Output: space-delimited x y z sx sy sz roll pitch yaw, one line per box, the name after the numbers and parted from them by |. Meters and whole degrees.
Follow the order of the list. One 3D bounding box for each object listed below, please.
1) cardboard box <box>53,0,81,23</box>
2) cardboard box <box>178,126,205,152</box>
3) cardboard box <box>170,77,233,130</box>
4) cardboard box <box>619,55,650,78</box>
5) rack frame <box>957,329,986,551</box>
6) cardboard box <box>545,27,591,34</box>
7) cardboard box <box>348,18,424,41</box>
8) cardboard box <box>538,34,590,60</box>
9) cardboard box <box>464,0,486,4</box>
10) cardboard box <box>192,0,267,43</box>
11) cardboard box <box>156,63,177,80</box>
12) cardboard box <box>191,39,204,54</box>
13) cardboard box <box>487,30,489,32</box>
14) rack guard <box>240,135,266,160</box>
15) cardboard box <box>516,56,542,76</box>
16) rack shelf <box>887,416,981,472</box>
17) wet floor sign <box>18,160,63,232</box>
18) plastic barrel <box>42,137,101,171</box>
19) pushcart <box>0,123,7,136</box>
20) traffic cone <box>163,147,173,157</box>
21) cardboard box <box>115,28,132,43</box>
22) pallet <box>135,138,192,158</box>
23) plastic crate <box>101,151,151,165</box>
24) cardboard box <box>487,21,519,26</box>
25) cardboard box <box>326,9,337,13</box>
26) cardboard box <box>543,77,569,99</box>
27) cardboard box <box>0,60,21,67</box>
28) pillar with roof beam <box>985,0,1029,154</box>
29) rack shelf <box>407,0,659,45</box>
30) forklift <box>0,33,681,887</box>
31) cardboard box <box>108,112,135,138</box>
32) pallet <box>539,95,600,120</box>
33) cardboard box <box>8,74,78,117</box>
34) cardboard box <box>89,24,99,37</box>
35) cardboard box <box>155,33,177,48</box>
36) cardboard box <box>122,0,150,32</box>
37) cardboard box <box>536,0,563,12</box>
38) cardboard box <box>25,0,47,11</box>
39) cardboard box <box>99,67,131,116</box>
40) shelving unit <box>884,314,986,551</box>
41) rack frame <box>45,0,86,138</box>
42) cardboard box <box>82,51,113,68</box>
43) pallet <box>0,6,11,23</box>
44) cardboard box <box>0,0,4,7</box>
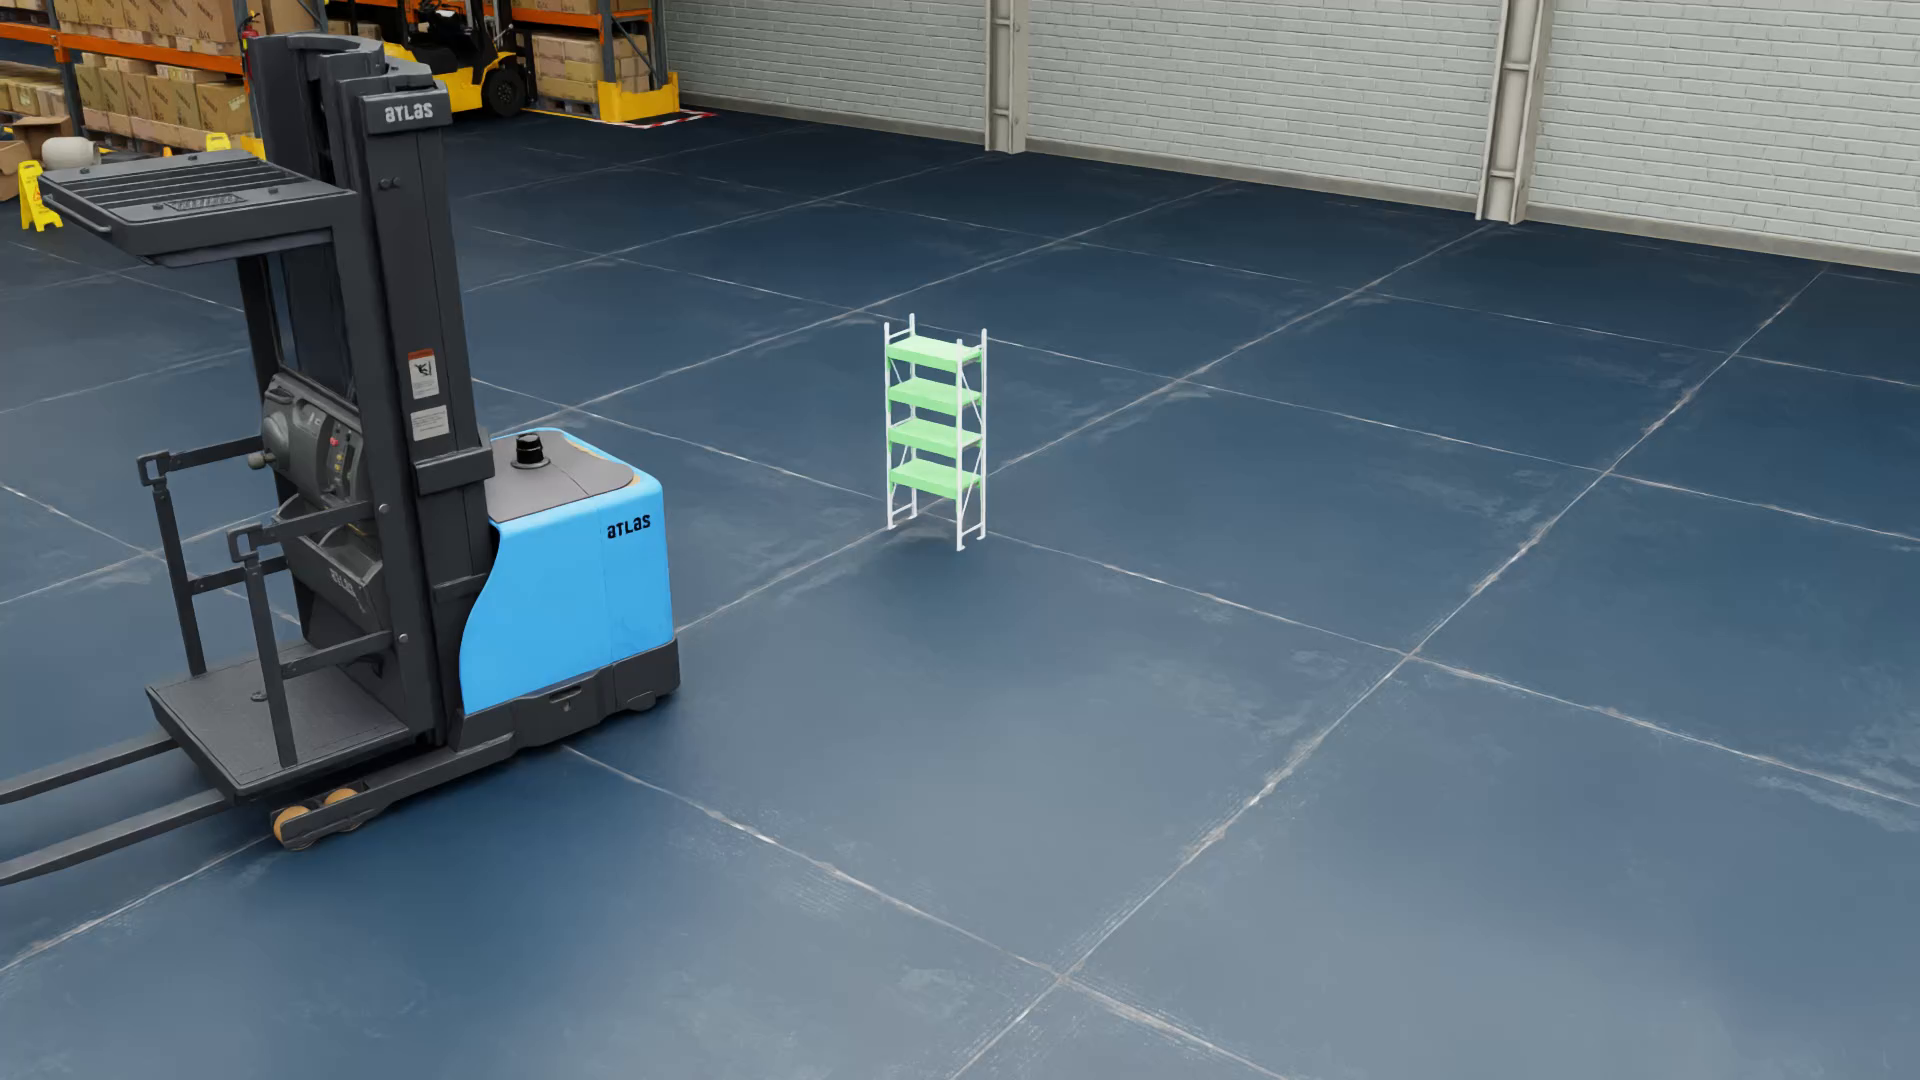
-10.231 -6.341 19.429 0.500 0.500 0.500 17 29 33 | cardboard box
-8.433 -4.559 18.766 0.500 0.250 0.500 17 29 33 | cardboard box
-8.432 -4.900 18.611 0.500 0.500 0.500 18 30 35 | cardboard box
-4.492 -6.334 22.176 0.500 0.250 0.500 17 29 34 | cardboard box
0.063 -0.530 8.965 0.015 1.200 0.240 17 29 33 | rack frame
-5.308 -6.804 22.621 0.500 0.250 0.500 17 29 33 | cardboard box
-8.482 -7.376 24.696 0.625 0.625 0.875 16 29 33 | cardboard box
-5.208 -6.515 21.965 0.500 0.250 0.500 17 29 34 | cardboard box
-6.410 -7.570 22.586 0.500 0.500 0.500 16 29 33 | cardboard box
-7.814 -5.613 17.776 0.500 0.500 0.500 16 29 32 | cardboard box
-8.755 -5.265 18.635 0.250 0.149 0.380 18 30 35 | cardboard box
-8.104 -5.389 18.073 0.250 0.149 0.380 16 29 32 | cardboard box
-6.434 -6.888 22.812 0.500 0.250 0.500 18 29 35 | cardboard box
-7.276 -4.263 18.306 0.348 0.500 1.175 17 29 33 | rack guard
-5.638 -6.413 22.355 0.500 0.250 0.500 16 28 32 | cardboard box
-0.132 -0.531 9.125 0.480 0.148 0.258 17 29 33 | rack shelf
-8.892 -3.322 15.988 0.232 0.644 0.267 12 26 24 | wet floor sign
-9.776 -4.221 18.304 0.512 0.421 0.421 -5 24 -12 | plastic barrel
-11.743 -4.408 18.787 0.936 0.377 1.648 7 25 15 | pushcart
-8.332 -3.915 17.563 0.334 0.463 0.336 17 29 33 | traffic cone
-9.338 -5.749 18.889 0.250 0.149 0.380 17 29 34 | cardboard box
-8.876 -4.634 19.506 1.213 0.211 1.003 17 29 33 | pallet
-9.651 -4.376 19.082 0.583 0.080 0.402 7 25 15 | plastic crate
-6.517 -7.175 23.465 0.500 0.250 0.500 16 29 33 | cardboard box
-10.151 -7.876 25.829 0.625 0.625 0.875 18 29 35 | cardboard box
-5.198 -6.060 22.173 0.500 0.250 0.500 17 29 33 | cardboard box
-13.170 -6.173 22.278 0.625 0.372 0.950 15 28 30 | cardboard box
-2.038 -7.356 14.784 0.400 9.000 9.100 17 29 33 | pillar with roof beam
-5.841 -7.145 22.639 4.000 0.370 1.077 17 29 33 | rack shelf
-2.712 -0.368 6.450 3.031 2.935 1.130 -20 31 -37 | forklift
-9.671 -4.935 19.619 0.500 0.250 0.500 19 30 36 | cardboard box
-4.878 -5.886 22.348 1.213 0.211 1.003 17 29 33 | pallet
-11.414 -5.644 21.078 0.625 0.372 0.950 19 30 36 | cardboard box
-9.892 -5.962 19.374 0.250 0.149 0.380 17 29 33 | cardboard box
-8.708 -5.582 18.510 0.250 0.149 0.380 16 29 33 | cardboard box
-9.005 -5.986 18.623 0.500 0.500 0.500 17 29 34 | cardboard box
-5.202 -7.199 21.746 0.500 0.500 0.500 18 29 35 | cardboard box
-10.993 -6.468 20.001 0.250 0.149 0.380 17 29 34 | cardboard box
-9.670 -5.277 19.467 0.500 0.500 0.500 18 30 35 | cardboard box
-0.132 -0.589 9.099 0.503 1.200 0.258 17 29 33 | shelving unit
-10.415 -6.356 19.955 0.127 3.000 1.000 17 29 33 | rack frame
-10.041 -5.650 19.509 0.250 0.149 0.380 17 29 34 | cardboard box
-12.008 -6.770 21.133 1.213 0.211 1.003 17 29 33 | pallet
-11.627 -6.649 20.411 0.250 0.149 0.380 17 29 34 | cardboard box
